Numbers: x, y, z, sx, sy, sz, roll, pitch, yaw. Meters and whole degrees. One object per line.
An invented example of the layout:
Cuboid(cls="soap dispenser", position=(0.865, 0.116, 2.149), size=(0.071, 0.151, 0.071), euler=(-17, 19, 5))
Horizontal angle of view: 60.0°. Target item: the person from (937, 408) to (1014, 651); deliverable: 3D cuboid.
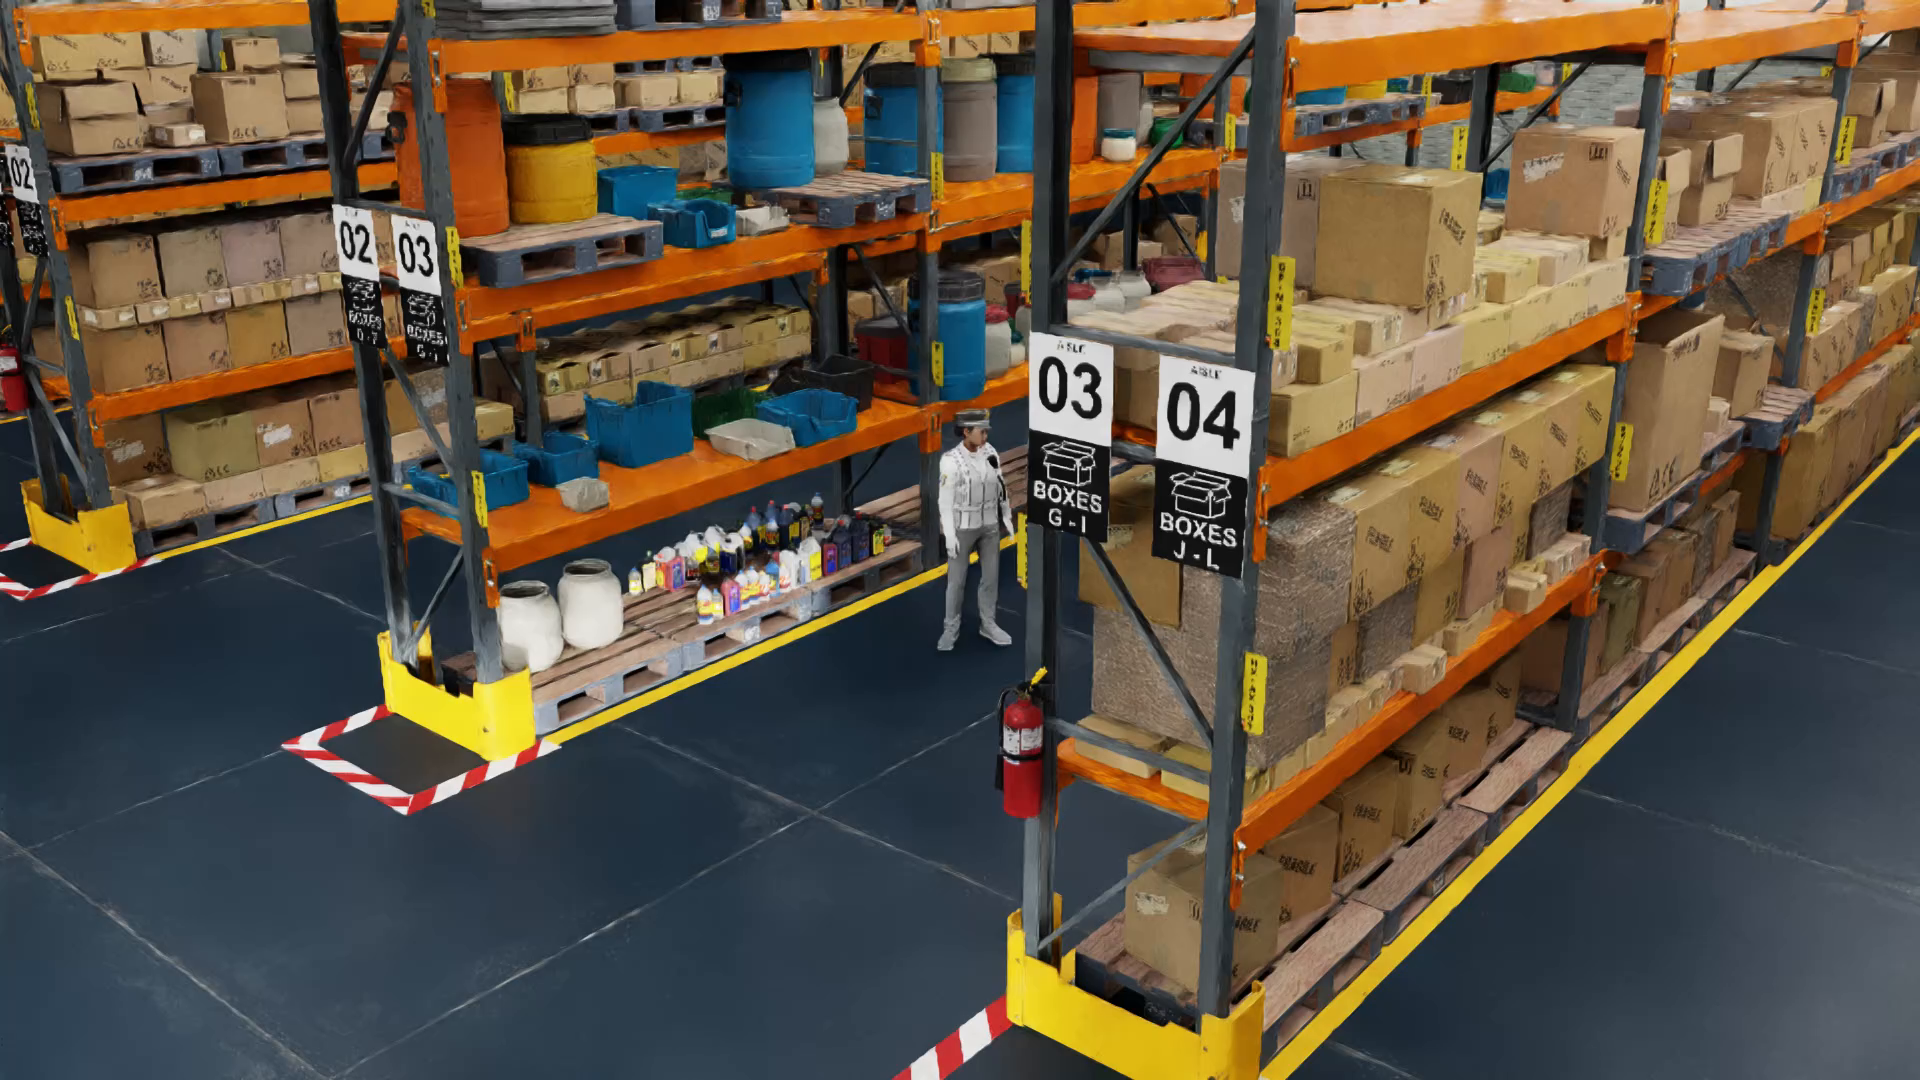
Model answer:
Cuboid(cls="person", position=(0.101, -0.084, 11.209), size=(0.577, 1.683, 0.355), euler=(-11, 23, -27))
